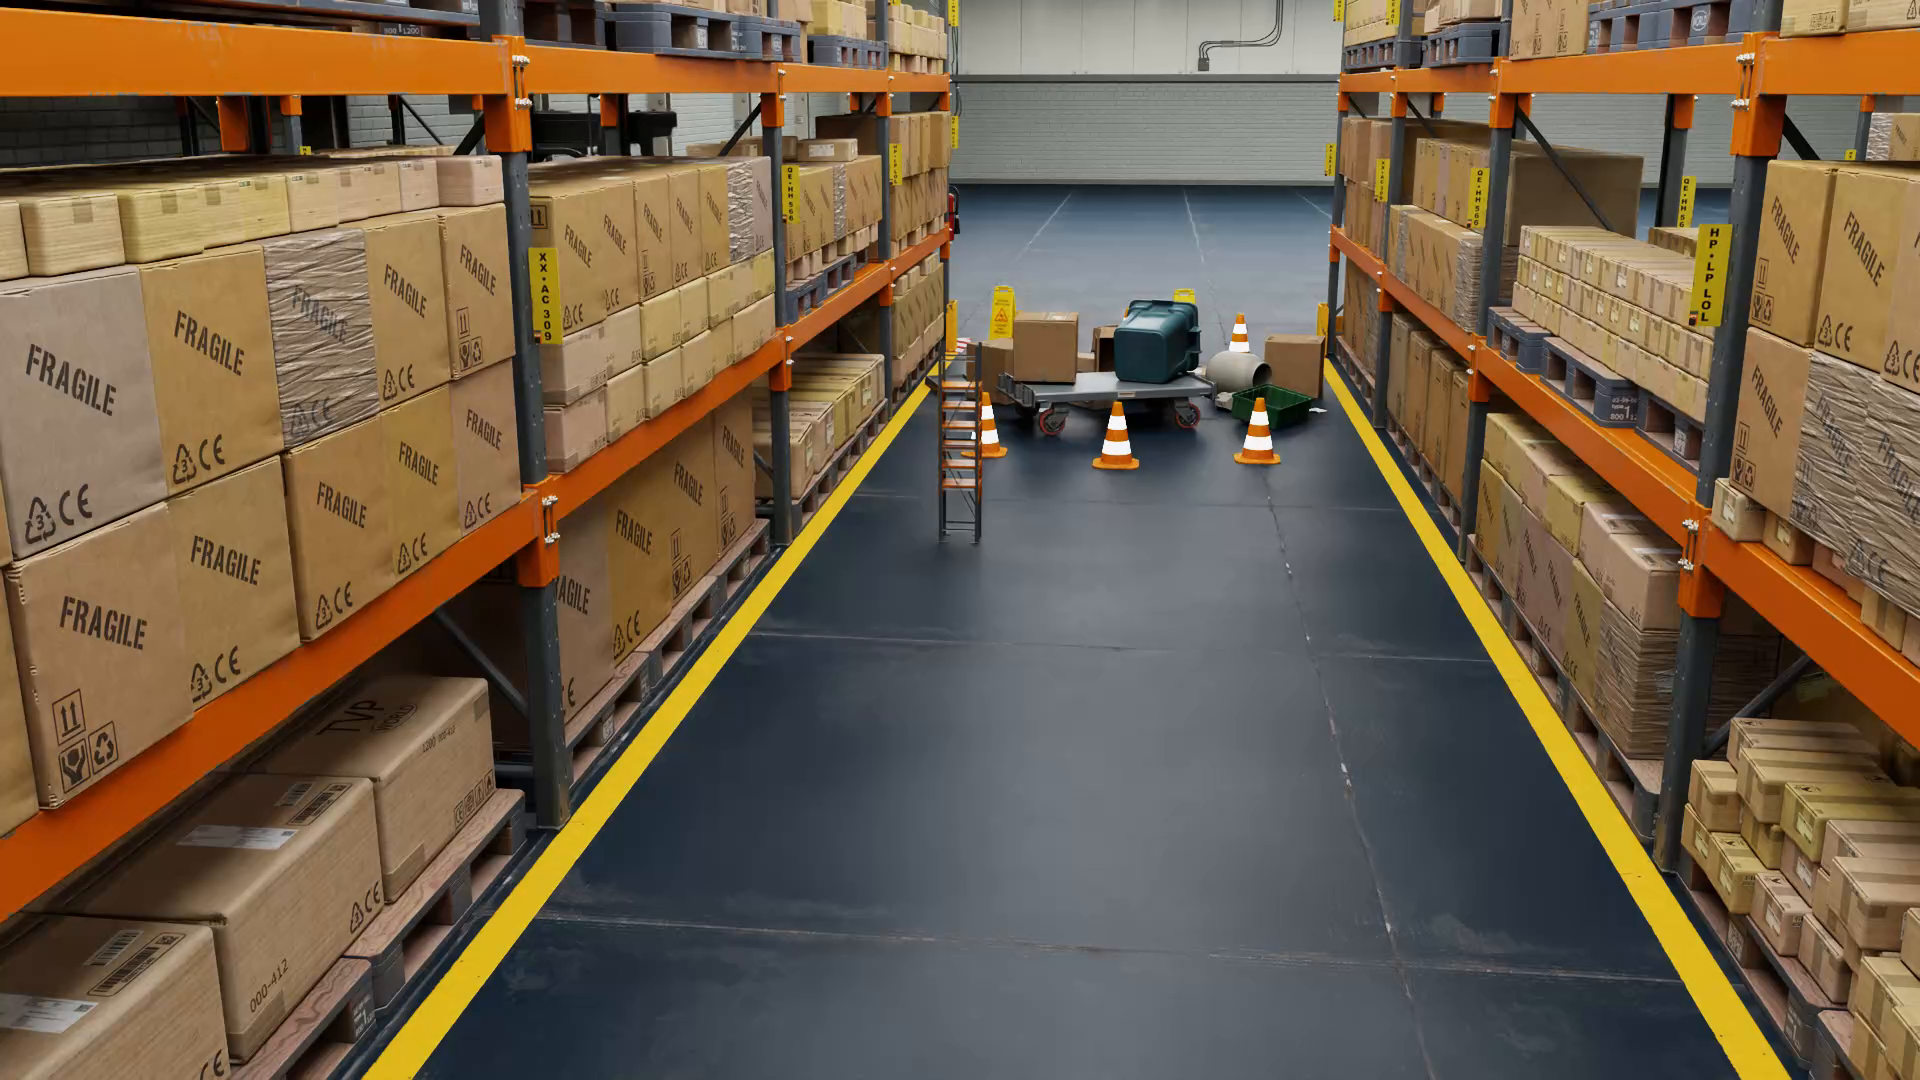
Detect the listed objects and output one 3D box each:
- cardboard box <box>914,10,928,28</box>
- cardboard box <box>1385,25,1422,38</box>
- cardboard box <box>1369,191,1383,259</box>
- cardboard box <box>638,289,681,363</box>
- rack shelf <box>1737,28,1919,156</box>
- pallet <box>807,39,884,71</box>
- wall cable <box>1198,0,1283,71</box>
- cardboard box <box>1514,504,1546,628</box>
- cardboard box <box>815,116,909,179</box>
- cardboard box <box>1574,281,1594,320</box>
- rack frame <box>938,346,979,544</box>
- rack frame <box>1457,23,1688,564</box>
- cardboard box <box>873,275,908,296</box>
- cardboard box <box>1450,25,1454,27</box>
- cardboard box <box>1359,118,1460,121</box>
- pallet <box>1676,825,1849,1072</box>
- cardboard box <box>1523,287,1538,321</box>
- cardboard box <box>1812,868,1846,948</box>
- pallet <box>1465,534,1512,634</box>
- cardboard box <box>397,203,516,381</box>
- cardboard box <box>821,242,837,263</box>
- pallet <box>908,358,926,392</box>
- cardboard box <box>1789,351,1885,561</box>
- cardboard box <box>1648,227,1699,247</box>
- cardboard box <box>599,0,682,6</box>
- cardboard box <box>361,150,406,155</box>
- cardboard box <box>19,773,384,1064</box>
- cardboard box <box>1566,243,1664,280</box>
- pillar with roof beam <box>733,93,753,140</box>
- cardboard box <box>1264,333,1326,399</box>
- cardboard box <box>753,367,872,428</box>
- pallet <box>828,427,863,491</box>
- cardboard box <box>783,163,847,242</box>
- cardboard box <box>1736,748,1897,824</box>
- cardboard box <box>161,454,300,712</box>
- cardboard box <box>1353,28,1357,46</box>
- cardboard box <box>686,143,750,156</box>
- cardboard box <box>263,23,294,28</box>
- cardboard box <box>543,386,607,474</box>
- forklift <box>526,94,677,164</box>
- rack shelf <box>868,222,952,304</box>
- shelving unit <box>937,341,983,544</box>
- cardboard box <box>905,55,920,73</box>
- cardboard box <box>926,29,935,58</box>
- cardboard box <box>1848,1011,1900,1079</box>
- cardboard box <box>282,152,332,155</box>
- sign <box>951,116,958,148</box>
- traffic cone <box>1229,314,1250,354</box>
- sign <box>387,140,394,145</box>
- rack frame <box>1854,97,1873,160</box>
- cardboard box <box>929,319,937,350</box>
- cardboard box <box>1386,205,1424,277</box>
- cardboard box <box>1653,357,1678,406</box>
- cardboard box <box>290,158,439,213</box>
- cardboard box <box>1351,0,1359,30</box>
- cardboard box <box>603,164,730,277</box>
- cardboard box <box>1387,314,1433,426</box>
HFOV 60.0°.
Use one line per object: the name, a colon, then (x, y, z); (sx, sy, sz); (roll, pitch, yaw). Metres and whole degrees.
cardboard box: (-0.500, -4.723, 15.091); (0.380, 0.149, 0.250); (2, 15, 8)
cardboard box: (3.614, -4.097, 13.305); (0.380, 0.149, 0.250); (2, 15, 7)
cardboard box: (3.932, -2.662, 13.972); (0.875, 0.550, 0.550); (2, 15, 6)
cardboard box: (-1.526, -0.935, 7.205); (0.500, 0.250, 0.500); (2, 15, 7)
rack shelf: (2.734, -0.857, 3.217); (1.077, 0.370, 4.000); (2, 15, 6)
pallet: (-1.243, -3.670, 12.601); (1.213, 0.211, 1.003); (2, 15, 6)
wall cable: (7.940, -16.258, 46.533); (2.305, 6.003, 0.169); (2, 15, 6)
cardboard box: (2.971, 0.131, 7.915); (0.500, 0.500, 0.500); (1, 15, 5)
cardboard box: (-0.802, -3.252, 13.764); (0.700, 0.500, 0.500); (2, 15, 6)
cardboard box: (3.013, -1.084, 7.531); (0.380, 0.149, 0.250); (2, 15, 6)
rack frame: (-0.009, -0.559, 9.932); (0.240, 1.200, 0.006); (2, 15, 6)
rack frame: (3.411, -1.312, 9.269); (1.000, 3.000, 0.127); (2, 15, 6)
cardboard box: (-0.659, -2.196, 14.320); (0.380, 0.149, 0.250); (2, 15, 7)
cardboard box: (3.441, -3.505, 10.892); (0.396, 0.266, 0.258); (2, 15, 6)
cardboard box: (4.263, -3.741, 15.893); (0.875, 0.550, 0.550); (2, 15, 6)
pallet: (2.919, 1.246, 5.149); (1.003, 0.211, 1.213); (2, 15, 6)
cardboard box: (3.130, -1.214, 8.583); (0.380, 0.149, 0.250); (2, 15, 9)
cardboard box: (2.636, 1.042, 4.649); (0.380, 0.149, 0.250); (1, 15, 3)
pallet: (3.321, 0.236, 8.884); (1.003, 0.211, 1.213); (2, 15, 6)
cardboard box: (-1.749, -0.795, 5.249); (0.500, 0.500, 0.500); (2, 15, 6)
cardboard box: (-1.067, -2.010, 11.526); (0.380, 0.149, 0.250); (2, 15, 8)
pallet: (-0.892, -1.616, 15.734); (1.003, 0.211, 1.213); (2, 15, 6)
cardboard box: (2.605, -0.217, 4.458); (0.500, 0.500, 0.500); (2, 15, 6)
cardboard box: (3.811, -1.540, 8.649); (0.380, 0.149, 0.250); (1, 15, 4)
cardboard box: (-1.416, -2.444, 7.160); (0.396, 0.266, 0.258); (3, 15, 11)
cardboard box: (-5.547, -3.660, 15.947); (0.380, 0.149, 0.250); (2, 15, 7)
cardboard box: (-2.248, 1.031, 4.705); (0.875, 0.438, 0.875); (1, 15, 5)
cardboard box: (3.048, -1.295, 7.741); (0.380, 0.149, 0.250); (2, 15, 9)
pillar with roof beam: (-0.214, -10.936, 33.365); (9.100, 9.000, 0.400); (2, 15, 6)
cardboard box: (3.018, -1.577, 15.033); (0.500, 0.500, 0.500); (4, 16, 16)
cardboard box: (-1.202, -1.081, 12.643); (0.950, 0.372, 0.625); (3, 15, 10)
pallet: (-1.289, -0.604, 11.992); (1.003, 0.211, 1.213); (2, 15, 6)
cardboard box: (-1.069, -2.339, 11.501); (0.500, 0.500, 0.500); (1, 15, 4)
cardboard box: (2.625, 0.764, 5.107); (0.380, 0.149, 0.250); (2, 15, 9)
cardboard box: (-1.937, 0.085, 3.911); (0.500, 0.500, 0.500); (2, 15, 8)
cardboard box: (3.872, -4.689, 15.494); (0.380, 0.149, 0.250); (2, 15, 7)
cardboard box: (-1.614, -2.572, 11.120); (0.380, 0.149, 0.250); (1, 15, 4)
cardboard box: (-5.647, -4.300, 14.056); (0.380, 0.149, 0.250); (2, 15, 7)
cardboard box: (-1.658, -0.429, 6.288); (0.500, 0.250, 0.500); (1, 15, 5)
forklift: (-2.749, -2.175, 12.592); (1.130, 2.935, 3.031); (2, 15, 7)
rack shelf: (-0.842, -2.641, 15.560); (1.077, 0.370, 4.000); (2, 15, 6)
shelving unit: (0.002, -0.583, 10.019); (0.258, 1.200, 0.189); (2, 15, 6)
cardboard box: (-0.556, -4.202, 14.689); (0.380, 0.149, 0.250); (1, 15, 5)
cardboard box: (-0.518, -4.620, 15.473); (0.500, 0.250, 0.500); (2, 15, 8)
cardboard box: (2.493, 1.321, 4.187); (0.380, 0.149, 0.250); (1, 15, 5)
cardboard box: (-6.087, -3.543, 15.513); (0.380, 0.149, 0.250); (2, 15, 6)
sign: (-0.067, -4.197, 17.113); (0.100, 0.325, 0.005); (2, 15, 6)
traffic cone: (2.843, -2.067, 16.919); (0.336, 0.463, 0.334); (2, 15, 6)
sign: (-6.099, -4.126, 17.865); (0.100, 0.325, 0.005); (2, 15, 6)
rack frame: (9.231, -3.215, 16.305); (1.000, 3.000, 0.127); (2, 15, 6)
cardboard box: (-0.506, -2.031, 16.388); (0.500, 0.250, 0.500); (2, 15, 6)
cardboard box: (3.536, -2.270, 12.618); (0.500, 0.500, 0.500); (2, 15, 7)
cardboard box: (2.867, -0.597, 6.301); (0.380, 0.149, 0.250); (2, 15, 6)
cardboard box: (-1.826, -1.084, 5.075); (0.380, 0.149, 0.250); (2, 15, 8)
cardboard box: (3.948, -4.908, 15.542); (0.500, 0.250, 0.500); (2, 15, 6)
cardboard box: (-1.430, -1.559, 8.075); (0.500, 0.500, 0.500); (2, 15, 6)
cardboard box: (3.882, -1.303, 12.740); (1.050, 0.750, 0.750); (2, 15, 6)
